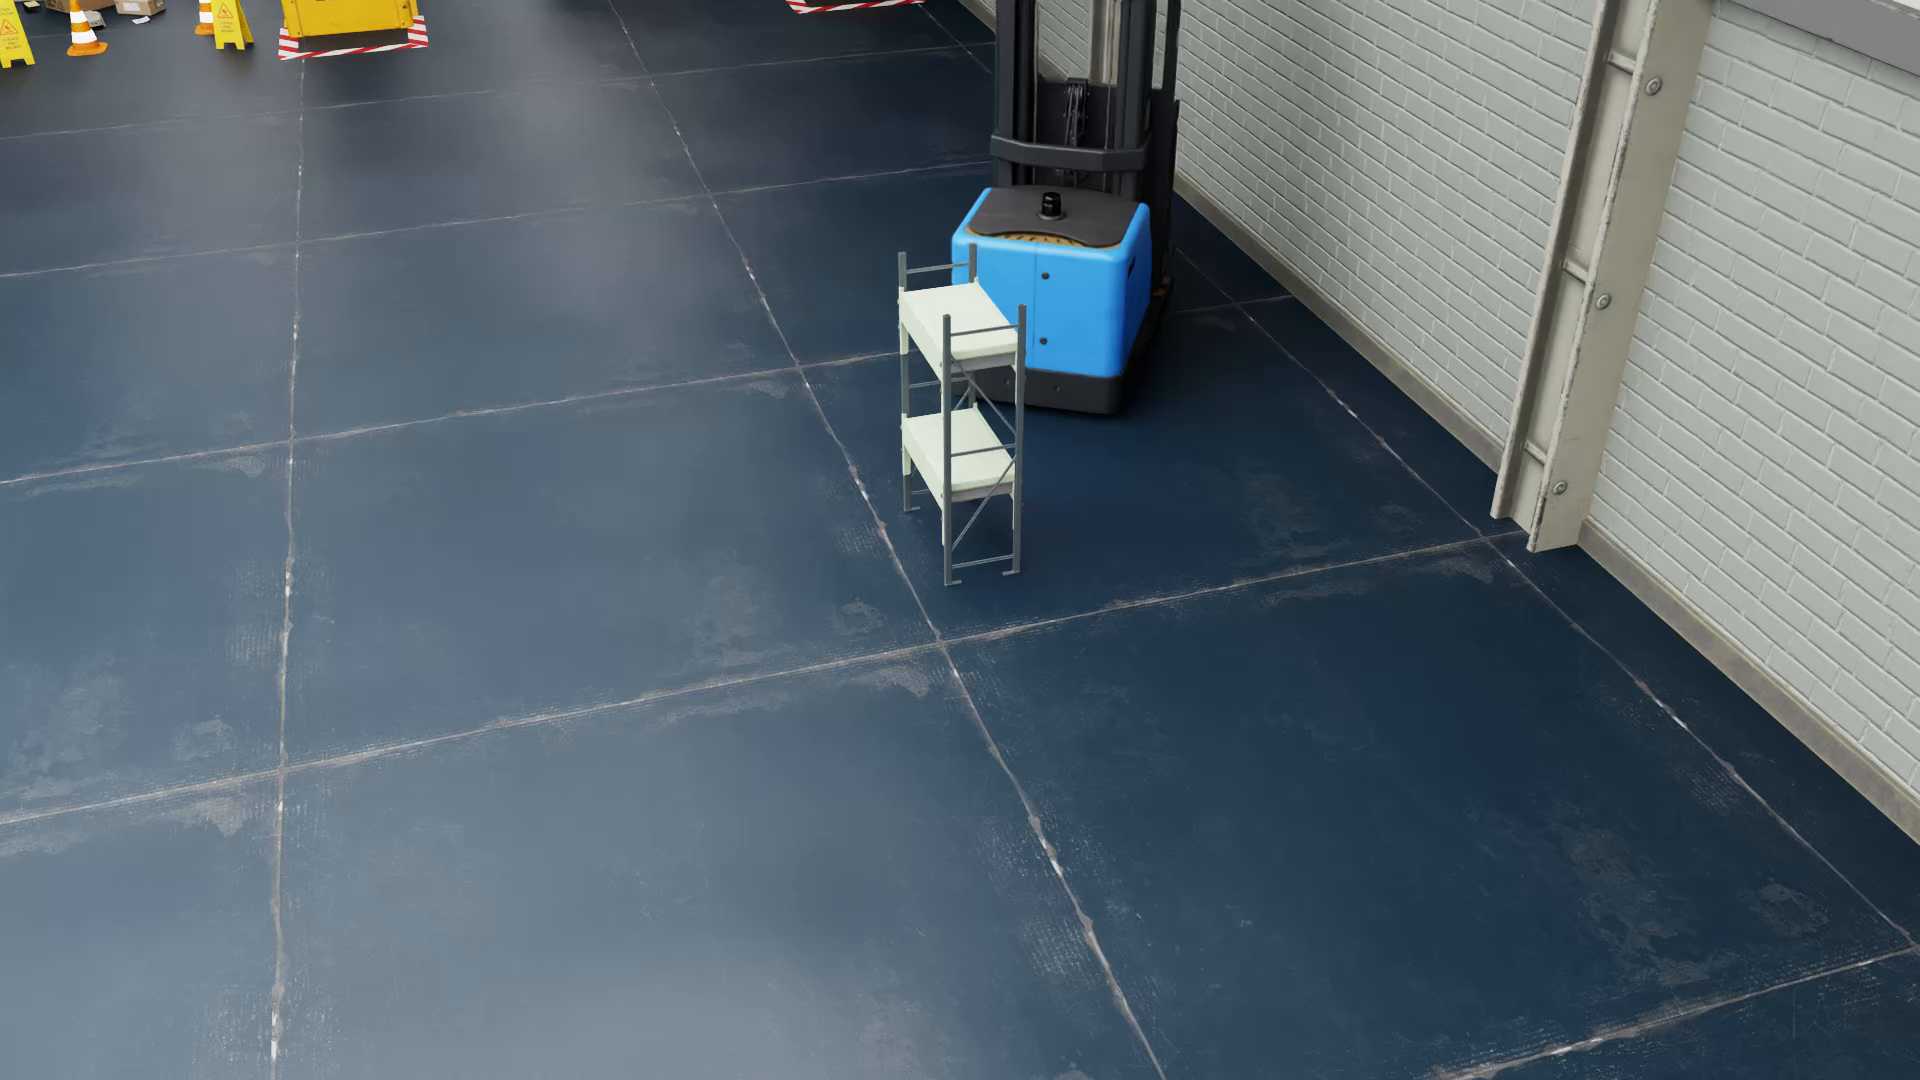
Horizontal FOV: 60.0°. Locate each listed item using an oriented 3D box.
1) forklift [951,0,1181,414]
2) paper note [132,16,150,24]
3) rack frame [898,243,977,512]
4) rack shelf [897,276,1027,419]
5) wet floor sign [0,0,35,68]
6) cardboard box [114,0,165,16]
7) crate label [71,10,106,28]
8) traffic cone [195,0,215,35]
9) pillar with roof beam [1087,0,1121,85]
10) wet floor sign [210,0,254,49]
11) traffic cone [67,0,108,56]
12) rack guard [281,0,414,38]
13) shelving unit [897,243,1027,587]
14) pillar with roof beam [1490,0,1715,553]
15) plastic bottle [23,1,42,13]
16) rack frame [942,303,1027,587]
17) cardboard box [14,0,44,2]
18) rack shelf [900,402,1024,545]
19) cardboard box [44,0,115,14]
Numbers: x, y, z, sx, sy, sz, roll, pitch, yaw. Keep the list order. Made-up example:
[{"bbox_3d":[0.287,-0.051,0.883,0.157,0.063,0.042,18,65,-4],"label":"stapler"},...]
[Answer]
[{"bbox_3d":[0.813,-2.766,10.277,1.130,2.935,3.031,8,34,12],"label":"forklift"},{"bbox_3d":[-8.155,-5.185,16.569,0.148,0.019,0.142,-23,40,-31],"label":"paper note"},{"bbox_3d":[-0.110,-0.814,8.622,0.400,1.500,0.023,-10,35,-15],"label":"rack frame"},{"bbox_3d":[0.002,-0.948,8.116,0.431,0.370,0.720,-10,35,-15],"label":"rack shelf"},{"bbox_3d":[-8.760,-4.712,15.295,0.267,0.644,0.232,-16,37,-23],"label":"wet floor sign"},{"bbox_3d":[-8.295,-5.421,16.818,0.380,0.149,0.250,7,34,10],"label":"cardboard box"},{"bbox_3d":[-8.583,-5.114,16.364,0.298,0.136,0.250,27,42,34],"label":"crate label"},{"bbox_3d":[-7.331,-5.212,16.218,0.336,0.463,0.334,-10,35,-15],"label":"traffic cone"},{"bbox_3d":[-2.869,-6.244,10.038,9.100,9.000,0.400,-10,35,-15],"label":"pillar with roof beam"},{"bbox_3d":[-6.933,-5.000,15.731,0.267,0.644,0.232,1,33,2],"label":"wet floor sign"},{"bbox_3d":[-8.285,-4.847,15.666,0.336,0.463,0.334,-10,35,-15],"label":"traffic cone"},{"bbox_3d":[-5.995,-5.259,16.255,1.175,0.500,0.348,-10,35,-15],"label":"rack guard"},{"bbox_3d":[0.002,-0.622,8.331,0.431,1.500,0.755,-10,35,-15],"label":"shelving unit"},{"bbox_3d":[-1.039,-3.094,5.270,9.100,9.000,0.400,-10,35,-15],"label":"pillar with roof beam"},{"bbox_3d":[-9.441,-5.426,16.907,0.133,0.061,0.283,-23,40,-31],"label":"plastic bottle"},{"bbox_3d":[0.114,-0.430,8.040,0.400,1.500,0.023,-10,35,-15],"label":"rack frame"},{"bbox_3d":[-9.597,-5.743,17.200,0.396,0.266,0.258,-4,34,-6],"label":"cardboard box"},{"bbox_3d":[0.002,-0.350,8.511,0.431,0.370,0.720,-10,35,-15],"label":"rack shelf"},{"bbox_3d":[-8.918,-5.717,16.945,0.637,0.503,0.797,19,38,26],"label":"cardboard box"}]
